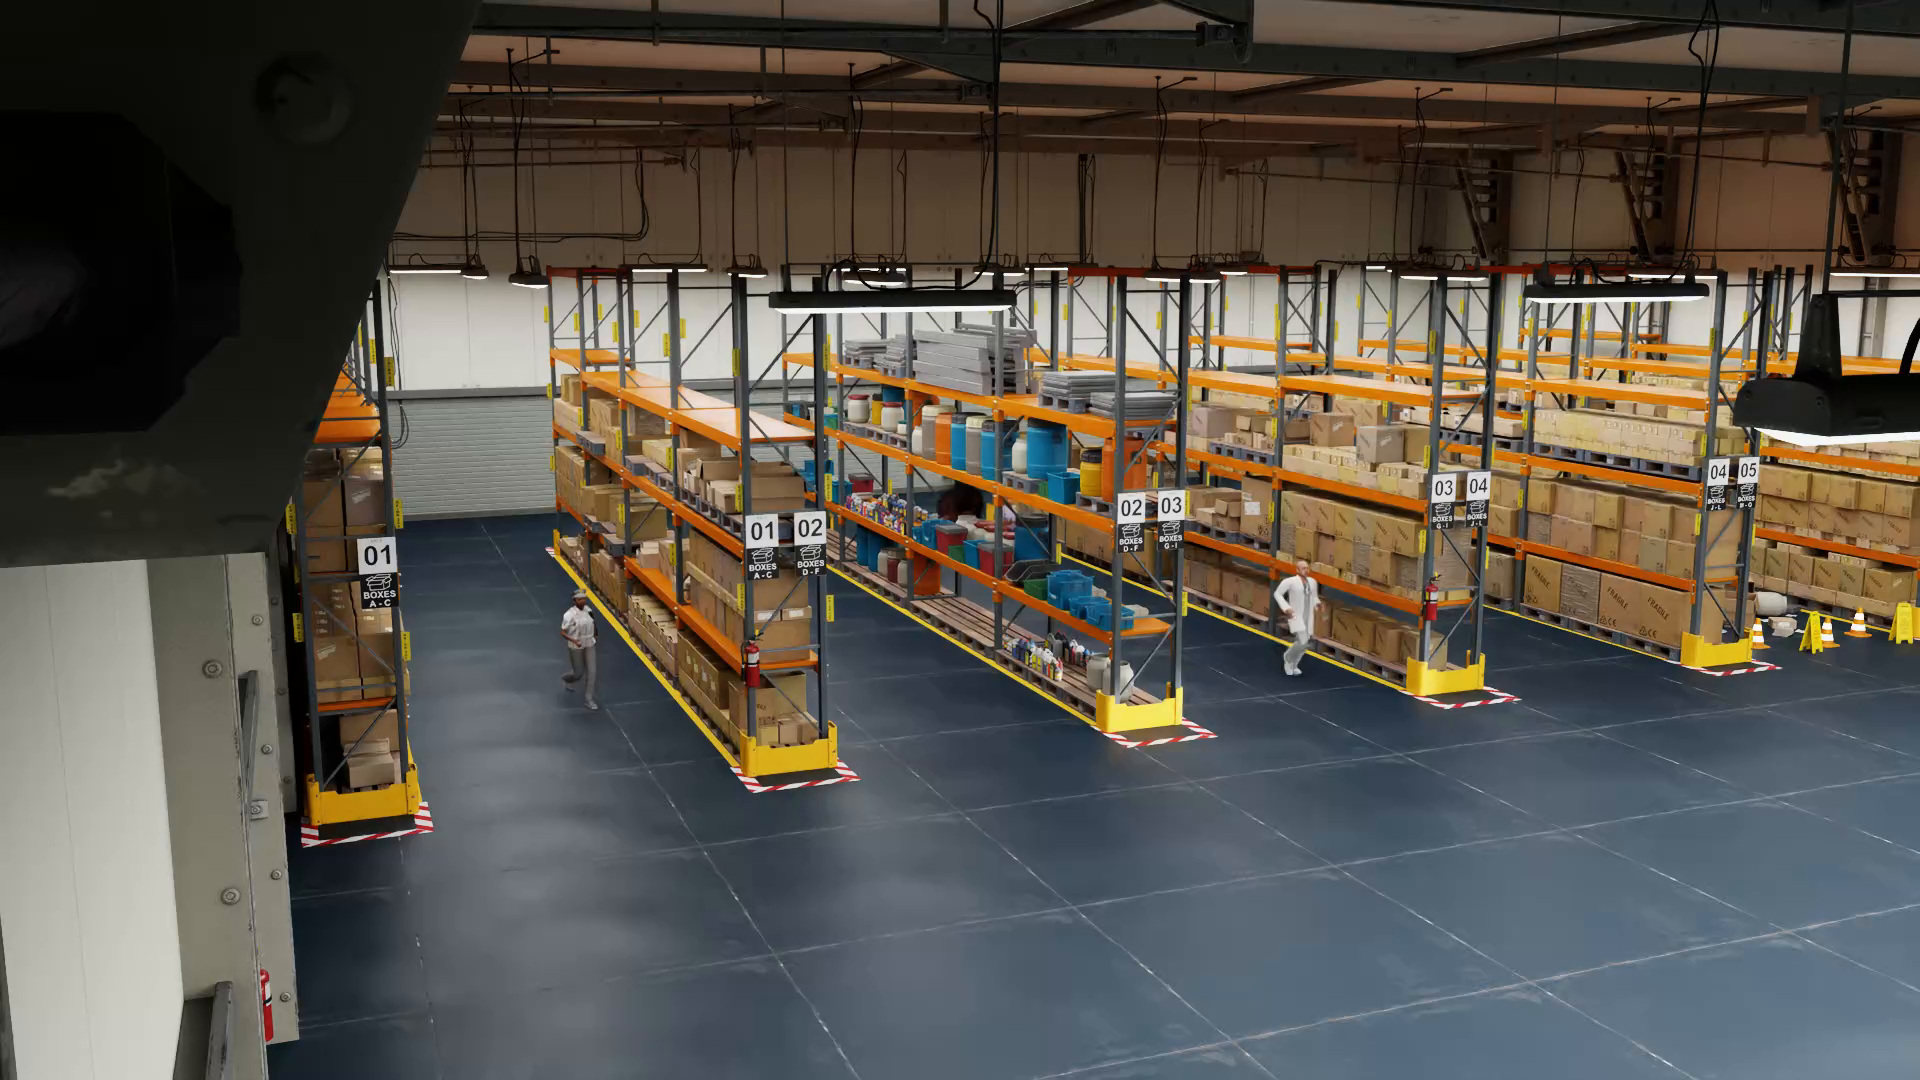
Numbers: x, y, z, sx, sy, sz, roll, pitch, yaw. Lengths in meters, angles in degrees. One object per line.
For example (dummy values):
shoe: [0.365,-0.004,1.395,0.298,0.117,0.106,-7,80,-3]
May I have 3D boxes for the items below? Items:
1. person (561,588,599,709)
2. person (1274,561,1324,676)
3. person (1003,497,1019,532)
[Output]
person: [-5.316,1.492,23.320,0.578,1.684,0.782,-8,13,-39]
person: [5.092,1.182,24.793,0.680,1.746,0.691,-5,11,-26]
person: [0.950,-0.095,32.209,0.602,1.633,0.913,-6,12,-30]
